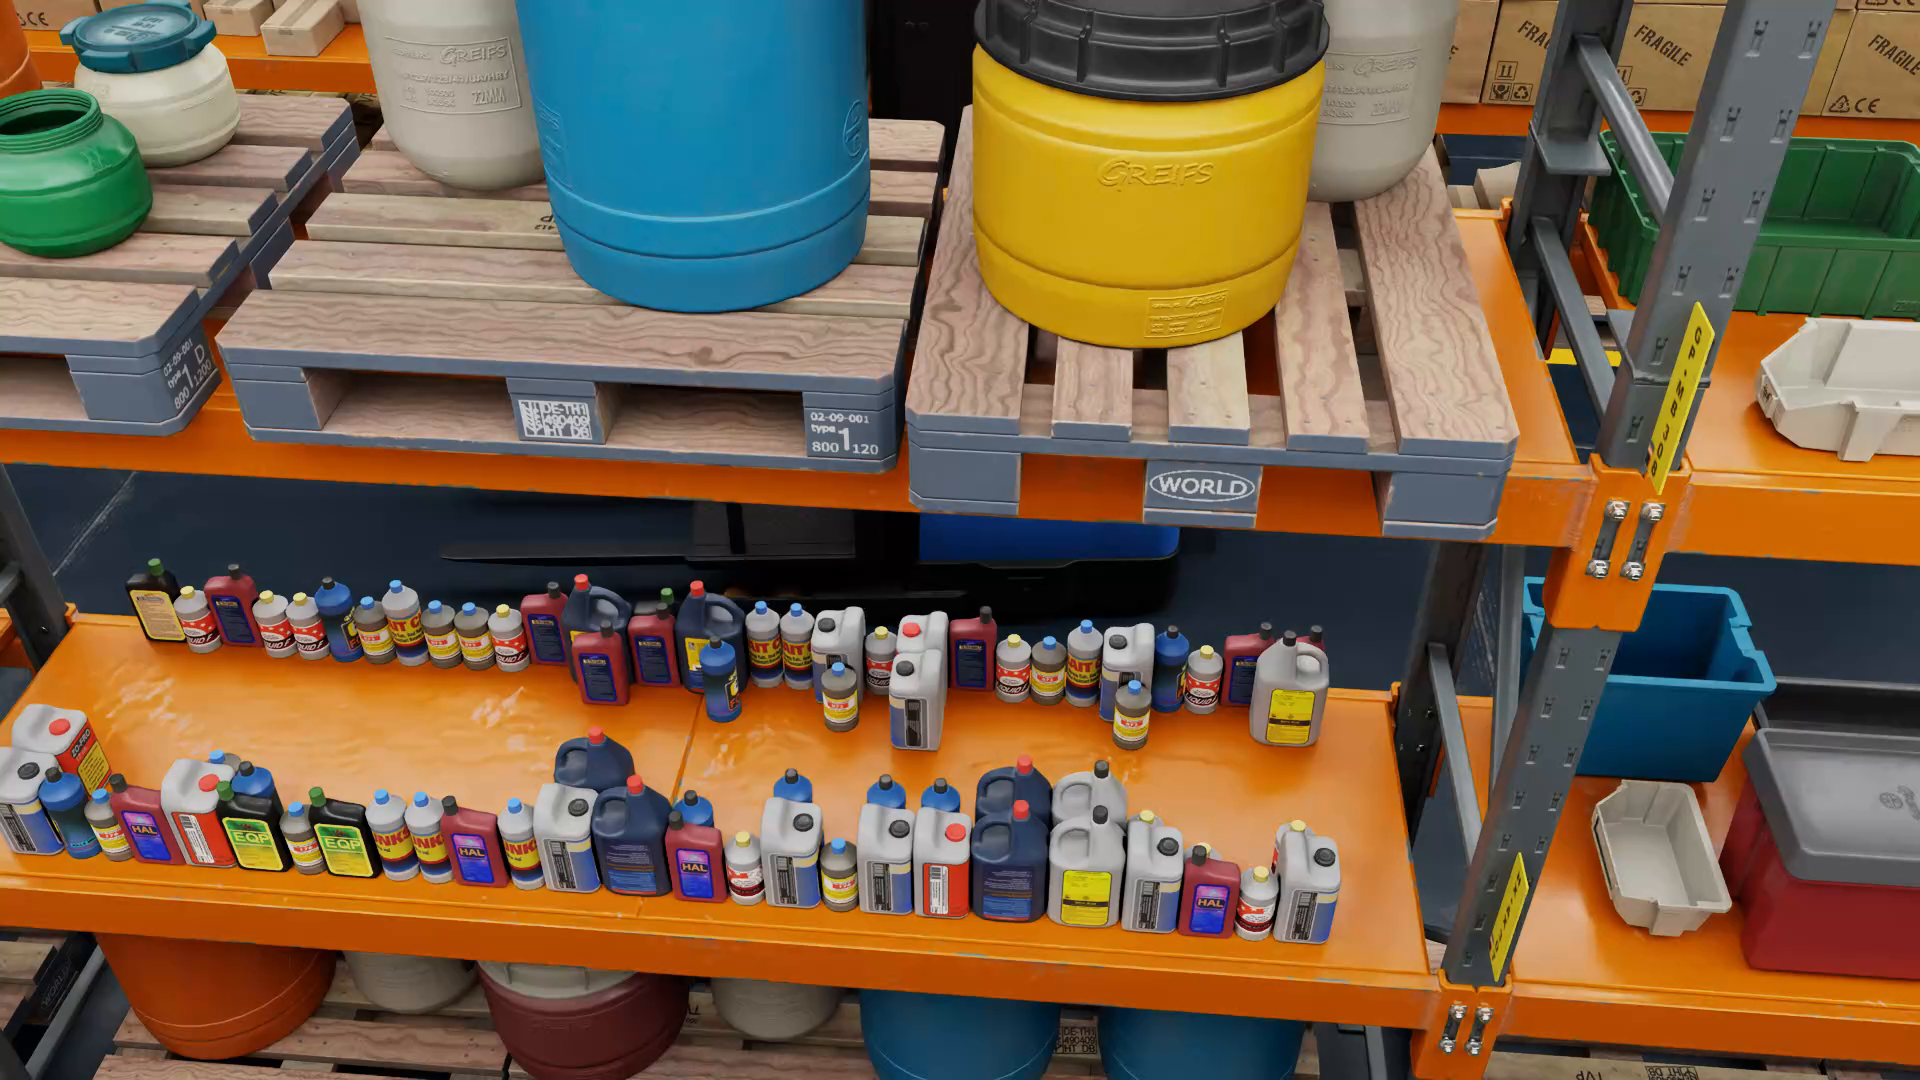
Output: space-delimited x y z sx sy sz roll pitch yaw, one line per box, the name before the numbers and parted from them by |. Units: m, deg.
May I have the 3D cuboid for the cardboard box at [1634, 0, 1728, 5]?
cardboard box | 3.150 -2.694 7.313 0.500 0.500 0.500 2 39 3

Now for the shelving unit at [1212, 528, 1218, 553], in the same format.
shelving unit | 0.995 -0.368 6.989 0.210 0.900 0.258 -1 39 -1

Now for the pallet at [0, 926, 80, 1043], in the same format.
pallet | -3.506 1.386 5.380 1.213 0.211 1.003 3 39 4

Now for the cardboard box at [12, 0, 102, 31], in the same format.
cardboard box | -4.504 -2.893 8.349 0.500 0.500 0.500 3 39 4

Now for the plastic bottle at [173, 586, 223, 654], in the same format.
plastic bottle | -2.184 0.219 4.762 0.097 0.201 0.097 0 39 0

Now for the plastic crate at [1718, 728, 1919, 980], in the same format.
plastic crate | 2.115 0.747 3.858 0.583 0.464 0.402 3 39 4

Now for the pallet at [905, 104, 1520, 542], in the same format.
pallet | 0.458 -0.483 3.240 1.003 0.211 1.213 3 39 4

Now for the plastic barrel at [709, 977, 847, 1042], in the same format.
plastic barrel | -0.553 1.225 5.007 0.421 0.512 0.421 0 39 0

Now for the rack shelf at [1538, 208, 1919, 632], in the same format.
rack shelf | 3.240 -0.187 3.297 4.000 0.370 1.077 3 39 4

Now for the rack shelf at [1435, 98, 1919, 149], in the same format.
rack shelf | 3.671 -2.138 8.071 4.000 0.370 1.077 3 39 4

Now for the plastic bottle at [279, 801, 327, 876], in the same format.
plastic bottle | -1.627 0.731 4.133 0.097 0.201 0.097 0 39 0

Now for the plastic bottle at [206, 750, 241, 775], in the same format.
plastic bottle | -1.881 0.620 4.269 0.097 0.201 0.097 0 39 0

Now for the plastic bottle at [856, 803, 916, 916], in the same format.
plastic bottle | -0.173 0.764 4.034 0.135 0.276 0.152 3 39 4

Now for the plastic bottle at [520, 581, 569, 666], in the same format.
plastic bottle | -1.159 0.232 4.681 0.133 0.283 0.061 3 39 4

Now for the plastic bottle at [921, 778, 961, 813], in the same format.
plastic bottle | -0.047 0.694 4.124 0.097 0.271 0.097 0 39 0

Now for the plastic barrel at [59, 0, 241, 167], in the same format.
plastic barrel | -1.657 -0.935 3.424 0.301 0.262 0.301 0 39 0

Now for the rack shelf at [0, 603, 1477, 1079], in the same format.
rack shelf | -0.745 0.759 4.512 4.000 0.370 1.077 3 39 4

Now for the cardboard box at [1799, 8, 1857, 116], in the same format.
cardboard box | 3.678 -2.285 7.602 0.500 0.500 0.500 3 39 3

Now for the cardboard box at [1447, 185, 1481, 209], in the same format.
cardboard box | 2.650 -1.756 8.941 0.250 0.149 0.380 3 39 4

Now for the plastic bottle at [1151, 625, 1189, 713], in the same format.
plastic bottle | 0.573 0.343 4.554 0.097 0.271 0.097 0 39 0

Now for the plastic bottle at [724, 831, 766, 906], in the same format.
plastic bottle | -0.522 0.791 4.059 0.097 0.201 0.097 0 39 0

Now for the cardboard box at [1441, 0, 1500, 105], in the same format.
cardboard box | 2.163 -2.366 7.701 0.500 0.500 0.500 4 39 5

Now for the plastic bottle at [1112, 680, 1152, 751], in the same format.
plastic bottle | 0.463 0.460 4.465 0.097 0.201 0.097 0 39 0

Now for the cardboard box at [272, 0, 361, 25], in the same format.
cardboard box | -3.181 -2.880 8.483 0.500 0.311 0.500 3 39 3

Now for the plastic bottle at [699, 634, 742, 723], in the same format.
plastic bottle | -0.654 0.367 4.525 0.097 0.271 0.097 0 39 0

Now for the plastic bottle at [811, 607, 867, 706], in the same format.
plastic bottle | -0.334 0.309 4.593 0.135 0.276 0.152 3 39 4

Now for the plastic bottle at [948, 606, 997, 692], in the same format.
plastic bottle | 0.034 0.297 4.601 0.133 0.283 0.061 3 39 4

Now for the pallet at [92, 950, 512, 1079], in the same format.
pallet | -1.948 1.469 5.278 1.213 0.211 1.003 3 39 4

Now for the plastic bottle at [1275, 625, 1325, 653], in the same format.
plastic bottle | 0.919 0.346 4.542 0.133 0.283 0.061 3 39 4

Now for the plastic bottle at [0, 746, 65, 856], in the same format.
plastic bottle | -2.334 0.646 4.179 0.135 0.276 0.152 3 39 4

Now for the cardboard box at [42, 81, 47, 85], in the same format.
cardboard box | -5.344 -2.410 9.236 0.500 0.311 0.500 4 39 5

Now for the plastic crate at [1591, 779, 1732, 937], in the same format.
plastic crate | 1.699 0.783 4.073 0.243 0.136 0.396 3 39 4

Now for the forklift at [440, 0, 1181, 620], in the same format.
forklift | -0.627 -1.127 6.313 3.031 2.935 1.130 -1 39 -1

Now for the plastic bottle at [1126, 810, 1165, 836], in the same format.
plastic bottle | 0.455 0.748 4.112 0.097 0.201 0.097 0 39 0

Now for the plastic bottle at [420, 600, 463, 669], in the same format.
plastic bottle | -1.470 0.258 4.714 0.097 0.201 0.097 0 39 0

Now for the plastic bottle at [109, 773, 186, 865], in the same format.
plastic bottle | -2.011 0.690 4.119 0.133 0.283 0.061 3 39 4

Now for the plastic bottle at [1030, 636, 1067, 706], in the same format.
plastic bottle | 0.245 0.352 4.599 0.097 0.201 0.097 0 39 0

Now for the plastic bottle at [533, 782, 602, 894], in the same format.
plastic bottle | -0.953 0.721 4.086 0.135 0.276 0.152 3 39 4

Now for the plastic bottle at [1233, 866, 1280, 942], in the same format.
plastic bottle | 0.709 0.859 3.976 0.097 0.201 0.097 0 39 0

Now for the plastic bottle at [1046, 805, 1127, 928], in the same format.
plastic bottle | 0.304 0.764 3.975 0.185 0.351 0.144 3 39 4

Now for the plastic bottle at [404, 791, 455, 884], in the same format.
plastic bottle | -1.300 0.722 4.089 0.097 0.271 0.097 0 39 0

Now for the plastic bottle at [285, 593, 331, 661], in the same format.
plastic bottle | -1.857 0.237 4.740 0.097 0.201 0.097 0 39 0

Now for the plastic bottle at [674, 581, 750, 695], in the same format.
plastic bottle | -0.687 0.258 4.596 0.185 0.351 0.144 3 39 4

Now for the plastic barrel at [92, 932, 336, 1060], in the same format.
plastic barrel | -2.249 1.066 4.951 0.708 0.830 0.600 3 39 4

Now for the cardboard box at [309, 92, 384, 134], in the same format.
cardboard box | -3.327 -2.295 9.094 0.500 0.311 0.500 2 39 3

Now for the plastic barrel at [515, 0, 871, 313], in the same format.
plastic barrel | -0.466 -0.929 2.909 0.708 0.901 0.600 3 39 4

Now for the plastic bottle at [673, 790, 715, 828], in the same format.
plastic bottle | -0.650 0.719 4.093 0.097 0.271 0.097 0 39 0

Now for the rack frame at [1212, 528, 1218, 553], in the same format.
rack frame | 1.097 -0.369 6.991 0.006 0.900 0.240 -1 39 -1

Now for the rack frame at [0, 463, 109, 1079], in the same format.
rack frame | -2.738 0.371 4.418 0.127 3.000 1.000 3 39 4
